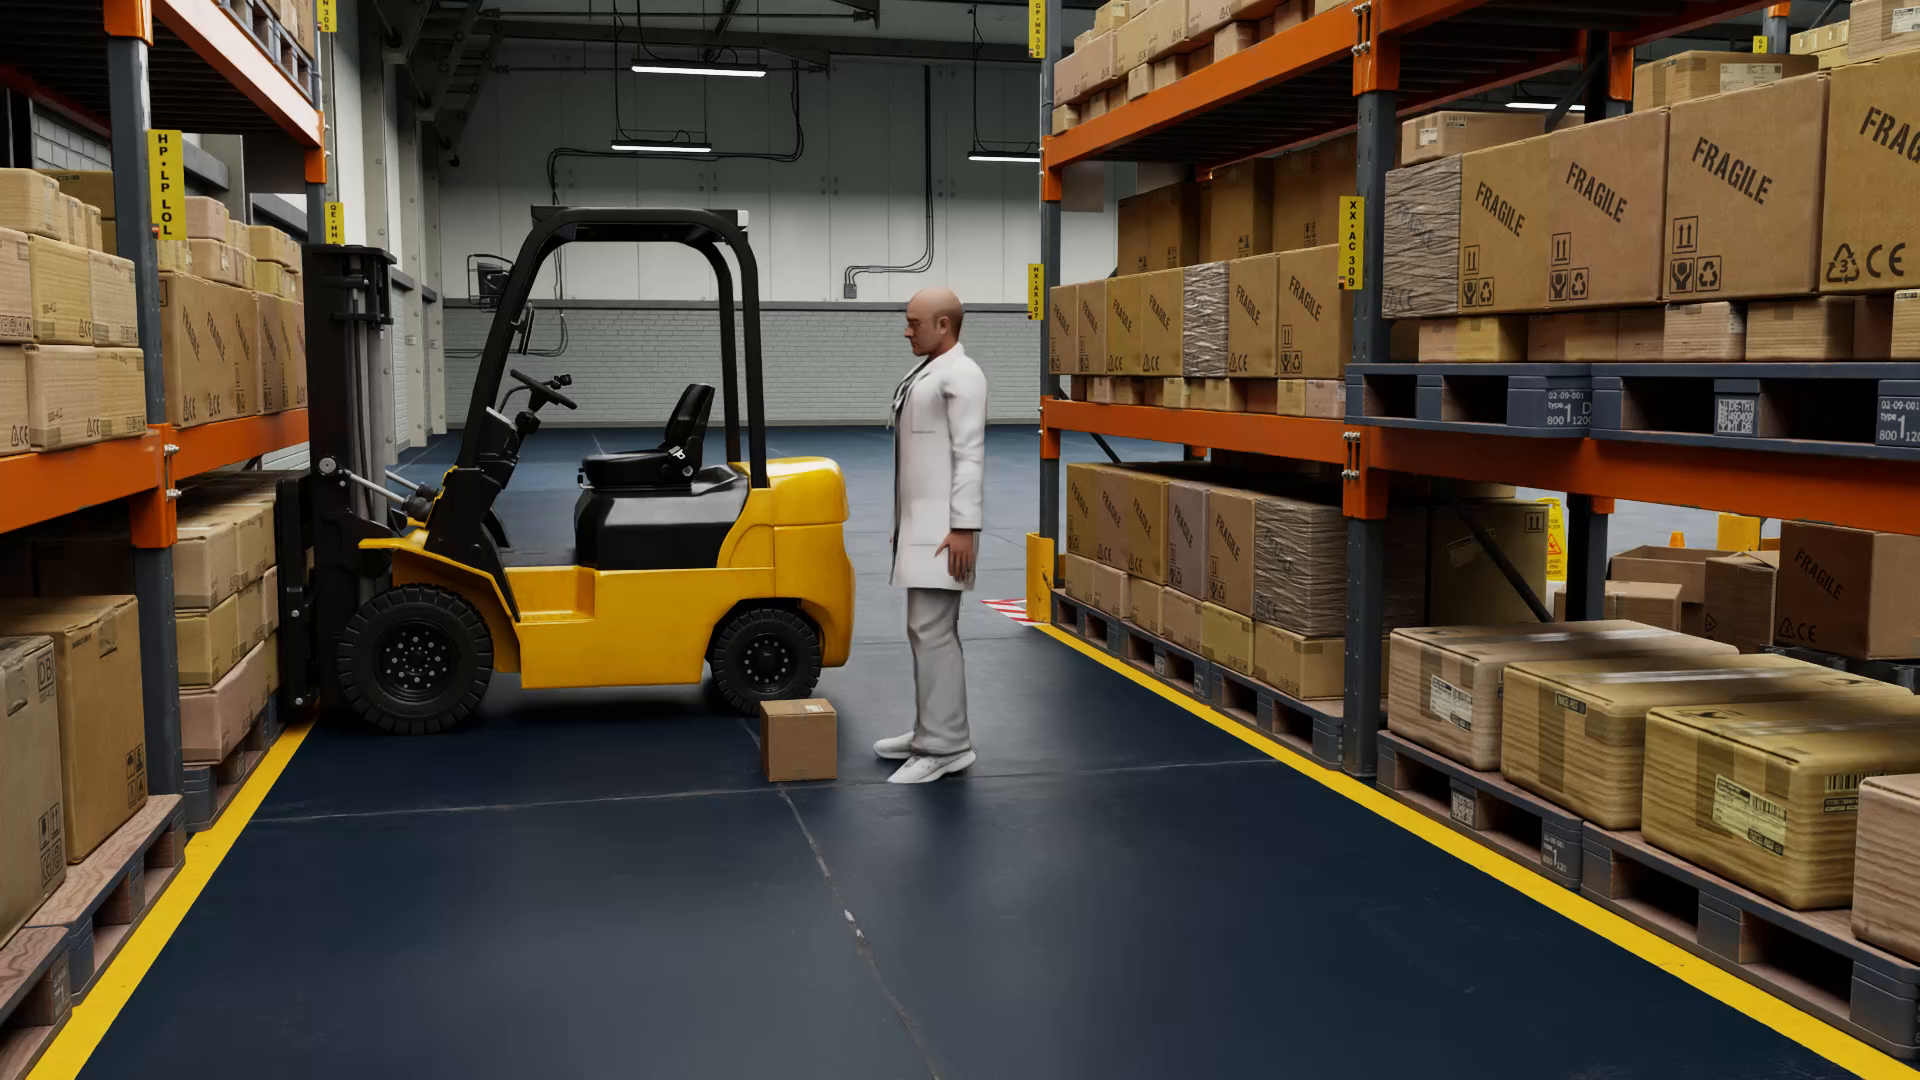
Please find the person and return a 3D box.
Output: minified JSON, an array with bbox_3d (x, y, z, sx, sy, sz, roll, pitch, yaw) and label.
[{"bbox_3d":[-0.137,-0.016,6.199,0.409,1.838,0.645,-2,6,-14],"label":"person"}]
